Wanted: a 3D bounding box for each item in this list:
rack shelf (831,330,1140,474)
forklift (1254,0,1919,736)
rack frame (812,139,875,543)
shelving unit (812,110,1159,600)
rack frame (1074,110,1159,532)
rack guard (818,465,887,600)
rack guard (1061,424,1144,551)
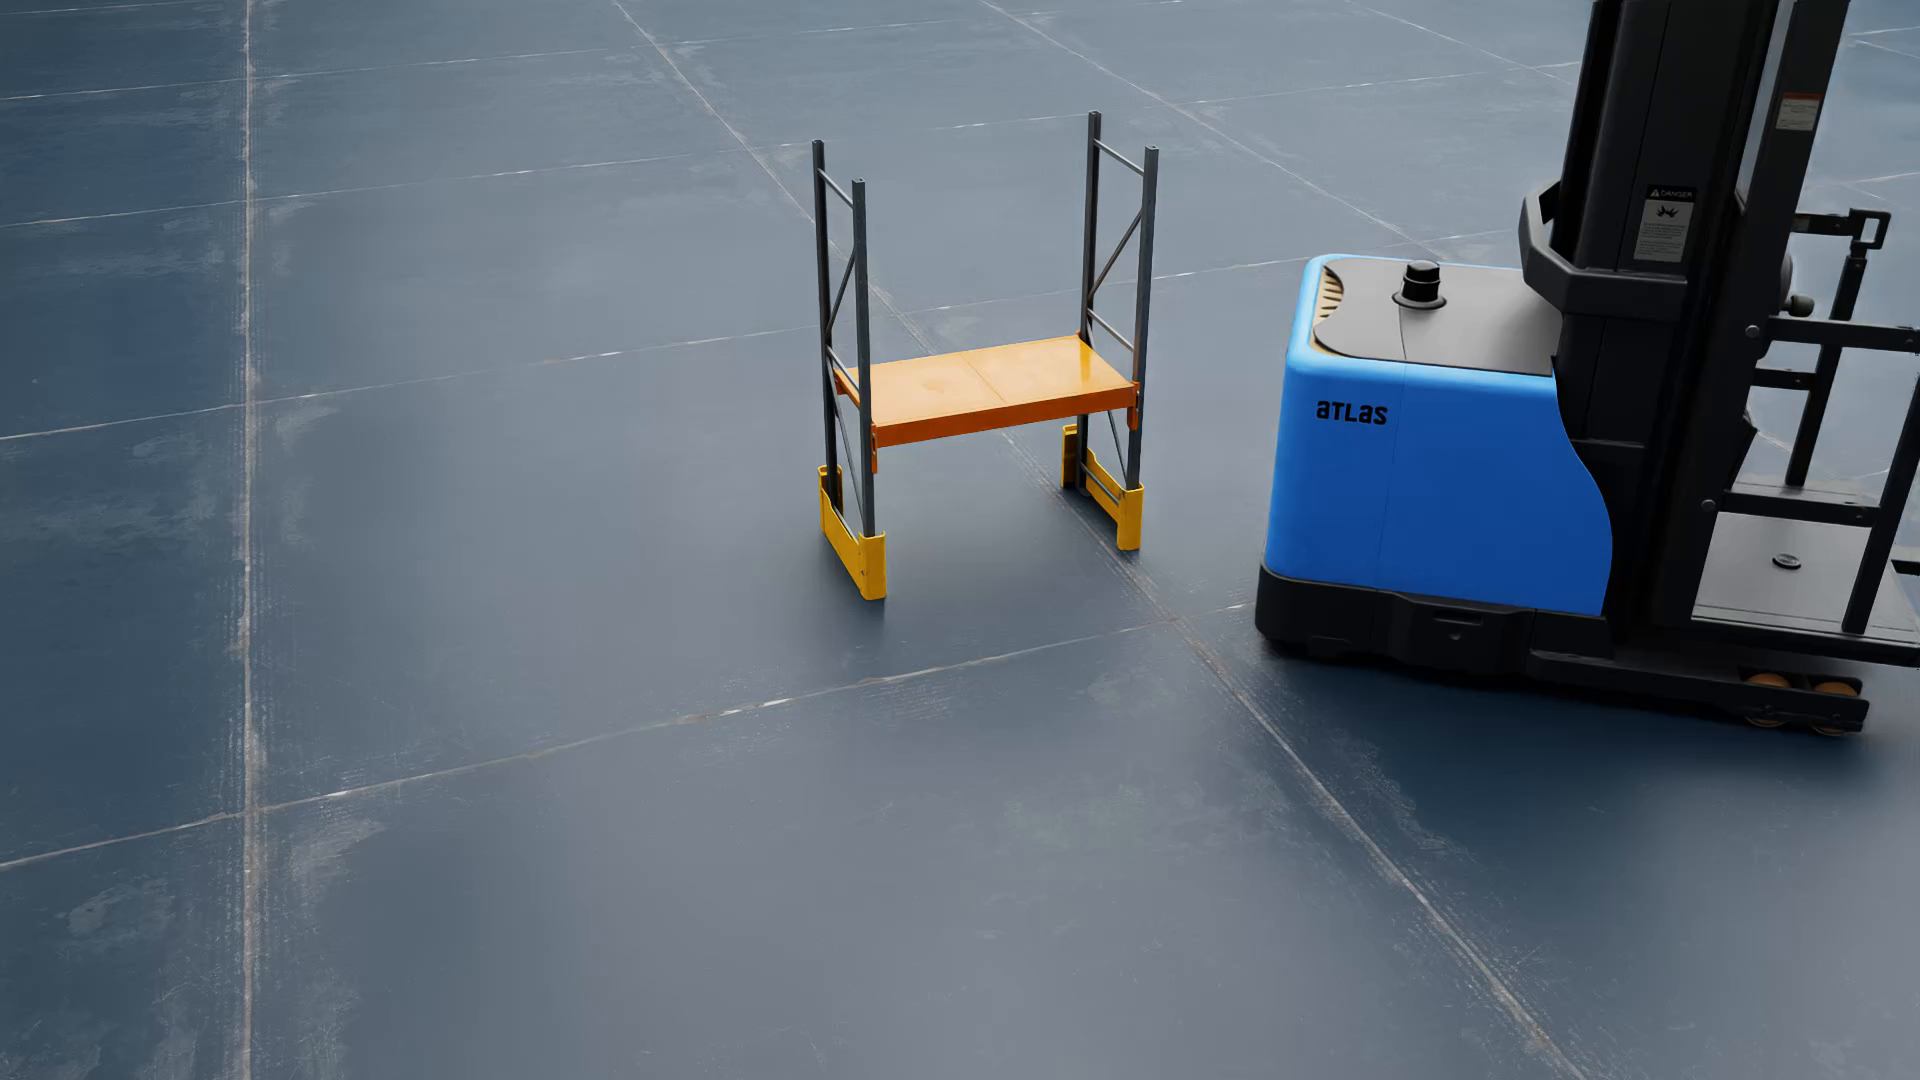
[{"bbox_3d":[0.080,-0.510,5.994,1.000,0.185,0.538,-10,31,-18],"label":"rack shelf"},{"bbox_3d":[2.567,-0.954,4.964,3.031,2.935,1.130,7,30,12],"label":"forklift"},{"bbox_3d":[-0.396,-0.579,5.751,0.032,1.500,0.500,-10,31,-18],"label":"rack frame"},{"bbox_3d":[0.071,-0.665,5.902,1.083,1.500,0.587,-10,31,-18],"label":"shelving unit"},{"bbox_3d":[0.556,-0.754,6.059,0.032,1.500,0.500,-10,31,-18],"label":"rack frame"},{"bbox_3d":[-0.395,-0.036,6.060,0.087,0.250,0.587,-10,31,-18],"label":"rack guard"},{"bbox_3d":[0.538,-0.208,6.362,0.087,0.250,0.587,-10,31,-18],"label":"rack guard"}]
